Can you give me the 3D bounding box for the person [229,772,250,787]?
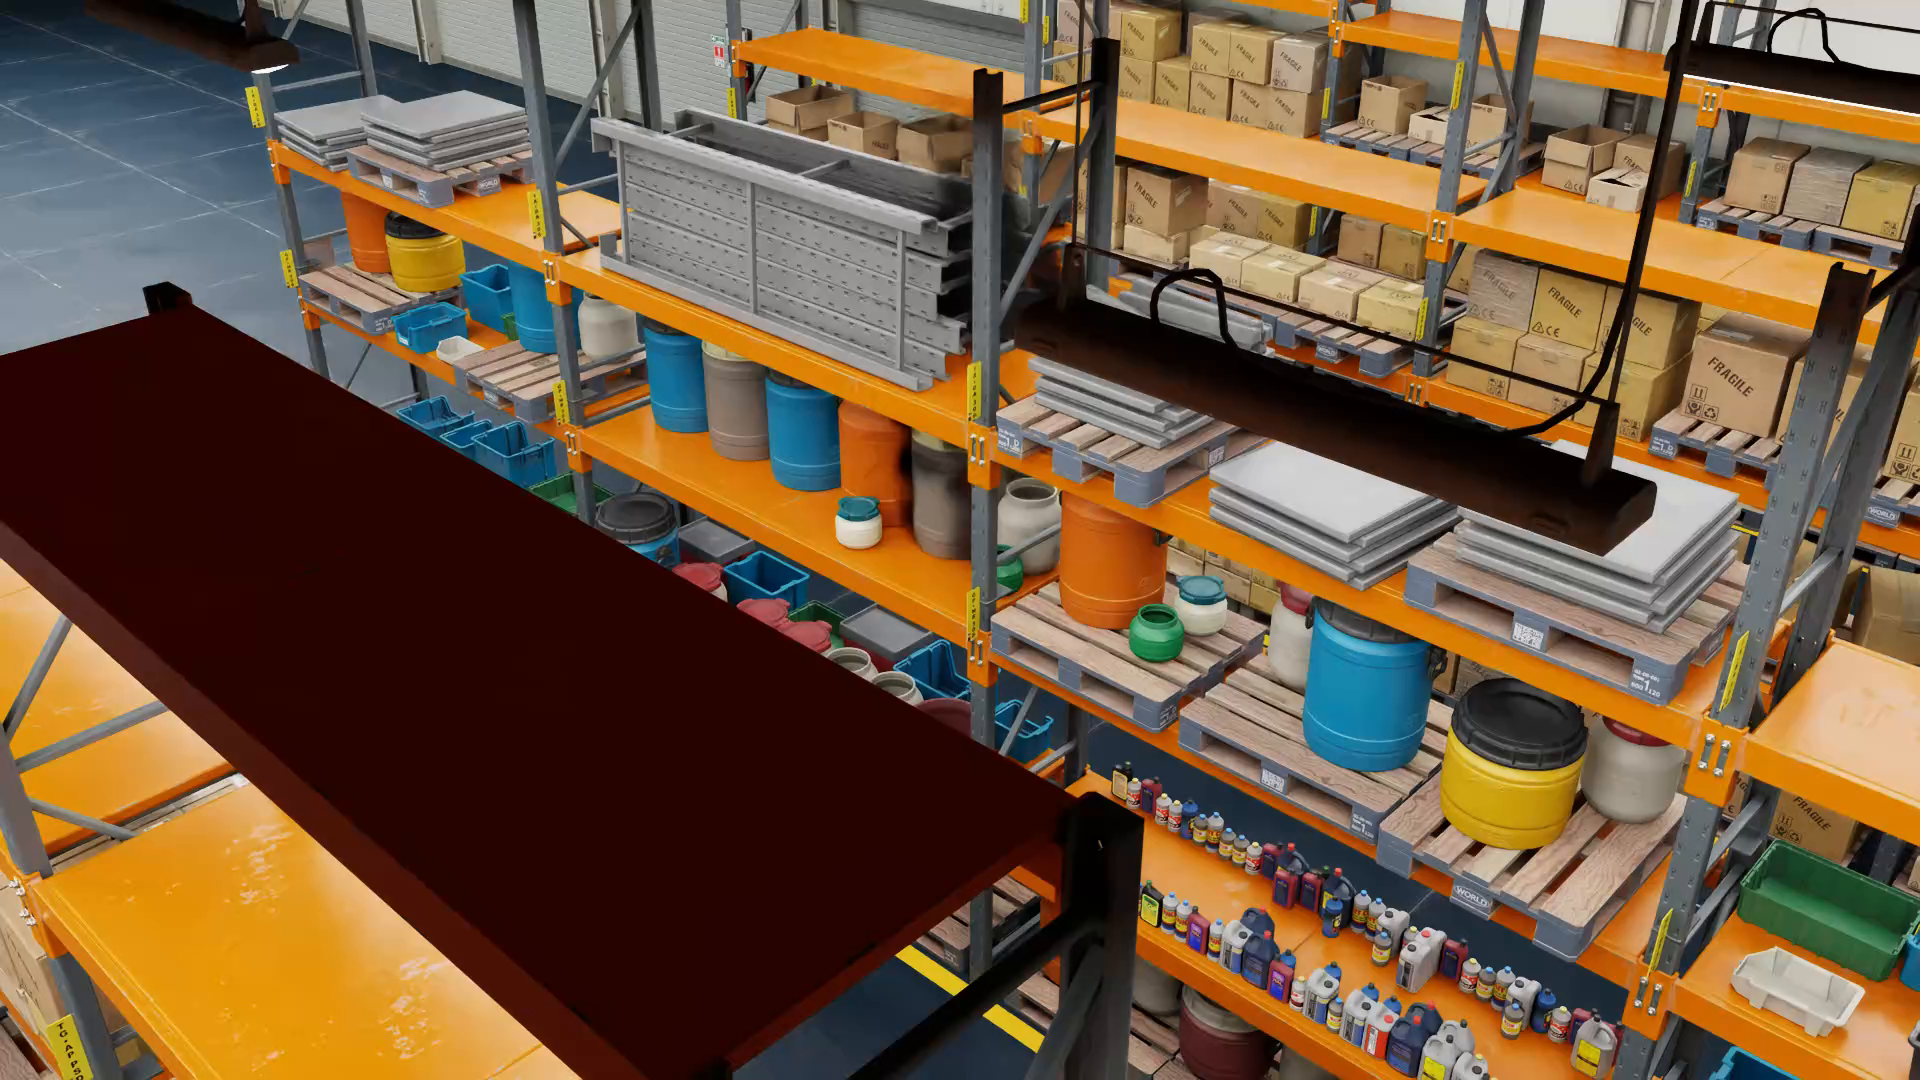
[{"bbox_3d":[-4.391,2.179,10.513,0.902,1.793,0.653,18,34,29],"label":"person"}]
